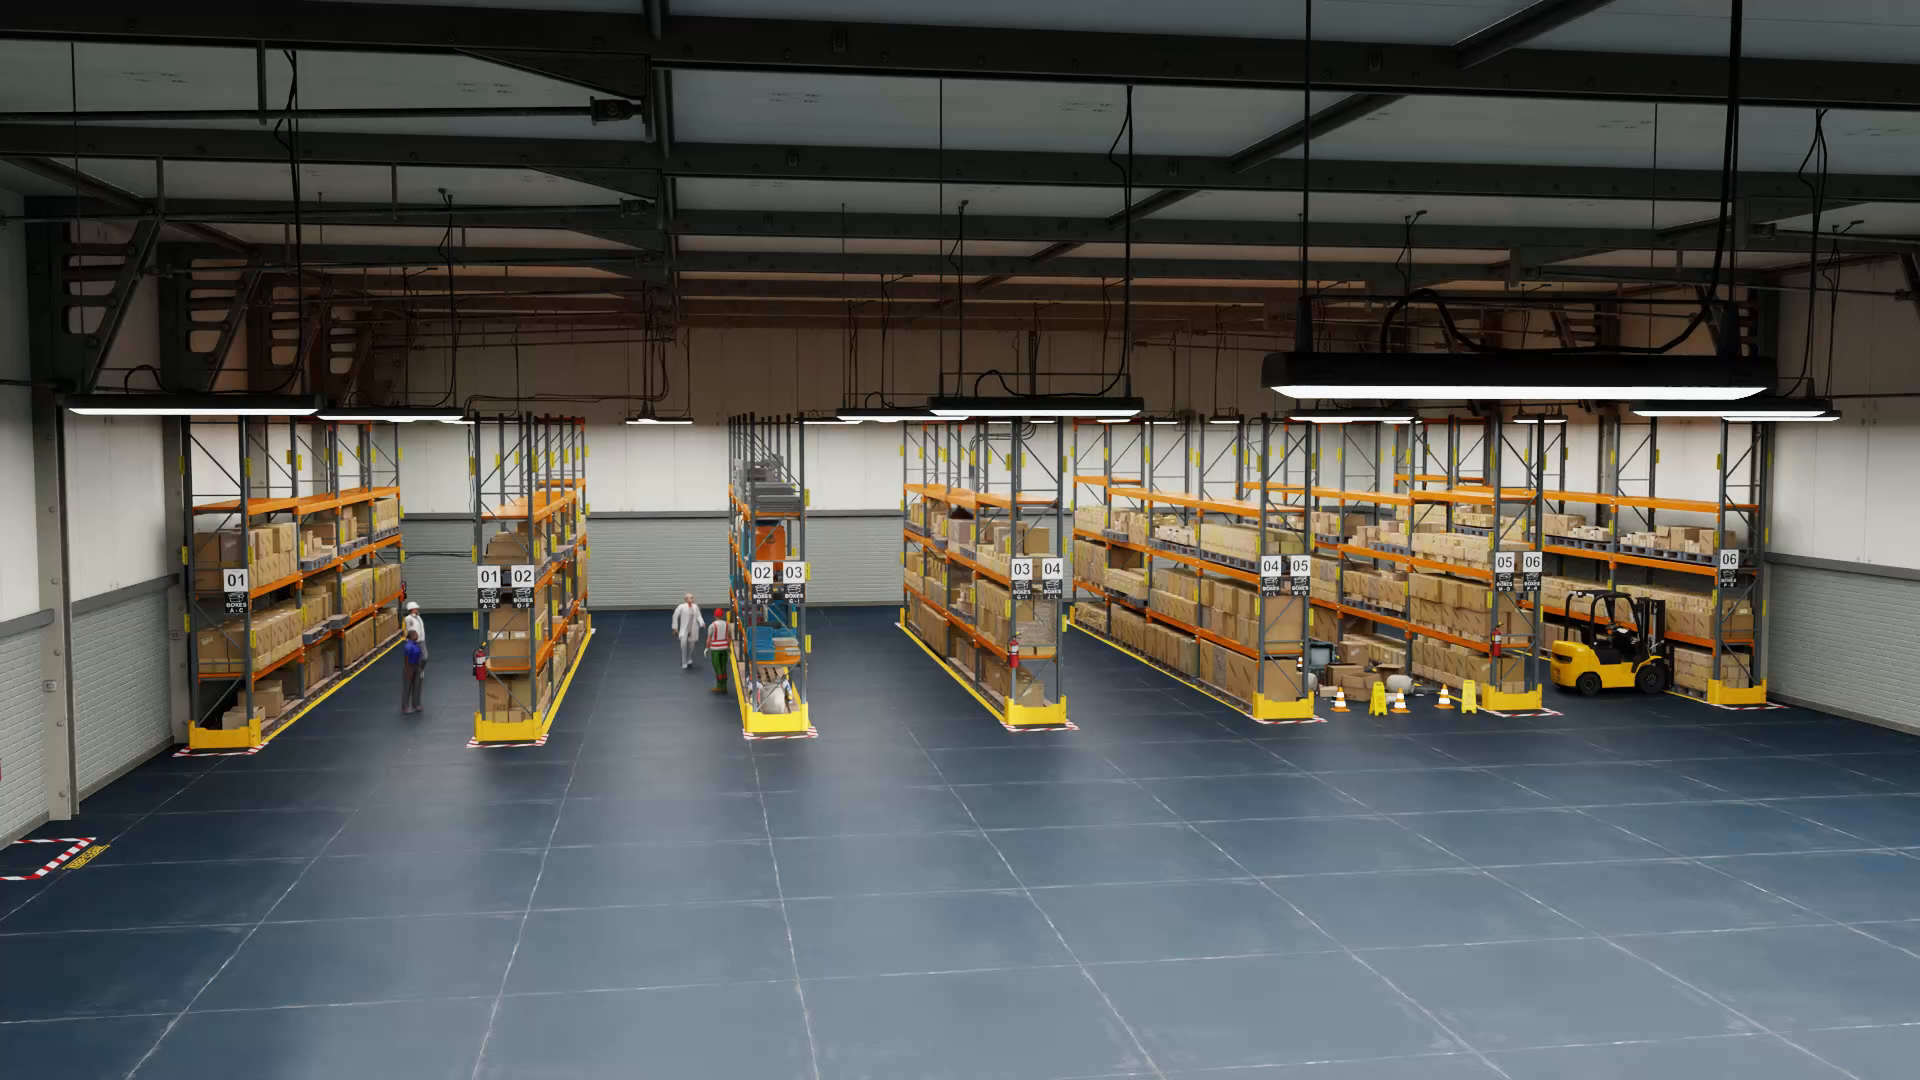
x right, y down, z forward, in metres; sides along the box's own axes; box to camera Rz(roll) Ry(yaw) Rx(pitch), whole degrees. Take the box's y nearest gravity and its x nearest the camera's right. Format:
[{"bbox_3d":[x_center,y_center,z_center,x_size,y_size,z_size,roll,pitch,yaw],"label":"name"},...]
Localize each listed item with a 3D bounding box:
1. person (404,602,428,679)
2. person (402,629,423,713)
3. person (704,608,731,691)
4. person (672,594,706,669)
[{"bbox_3d":[-12.342,2.289,37.653,0.433,1.780,0.574,2,5,32],"label":"person"},{"bbox_3d":[-11.004,2.626,33.430,0.357,1.679,0.535,1,4,16],"label":"person"},{"bbox_3d":[-5.230,2.387,35.997,0.636,1.817,0.356,-4,5,-43],"label":"person"},{"bbox_3d":[-6.484,2.188,39.807,0.790,1.815,0.935,-1,4,-7],"label":"person"}]
